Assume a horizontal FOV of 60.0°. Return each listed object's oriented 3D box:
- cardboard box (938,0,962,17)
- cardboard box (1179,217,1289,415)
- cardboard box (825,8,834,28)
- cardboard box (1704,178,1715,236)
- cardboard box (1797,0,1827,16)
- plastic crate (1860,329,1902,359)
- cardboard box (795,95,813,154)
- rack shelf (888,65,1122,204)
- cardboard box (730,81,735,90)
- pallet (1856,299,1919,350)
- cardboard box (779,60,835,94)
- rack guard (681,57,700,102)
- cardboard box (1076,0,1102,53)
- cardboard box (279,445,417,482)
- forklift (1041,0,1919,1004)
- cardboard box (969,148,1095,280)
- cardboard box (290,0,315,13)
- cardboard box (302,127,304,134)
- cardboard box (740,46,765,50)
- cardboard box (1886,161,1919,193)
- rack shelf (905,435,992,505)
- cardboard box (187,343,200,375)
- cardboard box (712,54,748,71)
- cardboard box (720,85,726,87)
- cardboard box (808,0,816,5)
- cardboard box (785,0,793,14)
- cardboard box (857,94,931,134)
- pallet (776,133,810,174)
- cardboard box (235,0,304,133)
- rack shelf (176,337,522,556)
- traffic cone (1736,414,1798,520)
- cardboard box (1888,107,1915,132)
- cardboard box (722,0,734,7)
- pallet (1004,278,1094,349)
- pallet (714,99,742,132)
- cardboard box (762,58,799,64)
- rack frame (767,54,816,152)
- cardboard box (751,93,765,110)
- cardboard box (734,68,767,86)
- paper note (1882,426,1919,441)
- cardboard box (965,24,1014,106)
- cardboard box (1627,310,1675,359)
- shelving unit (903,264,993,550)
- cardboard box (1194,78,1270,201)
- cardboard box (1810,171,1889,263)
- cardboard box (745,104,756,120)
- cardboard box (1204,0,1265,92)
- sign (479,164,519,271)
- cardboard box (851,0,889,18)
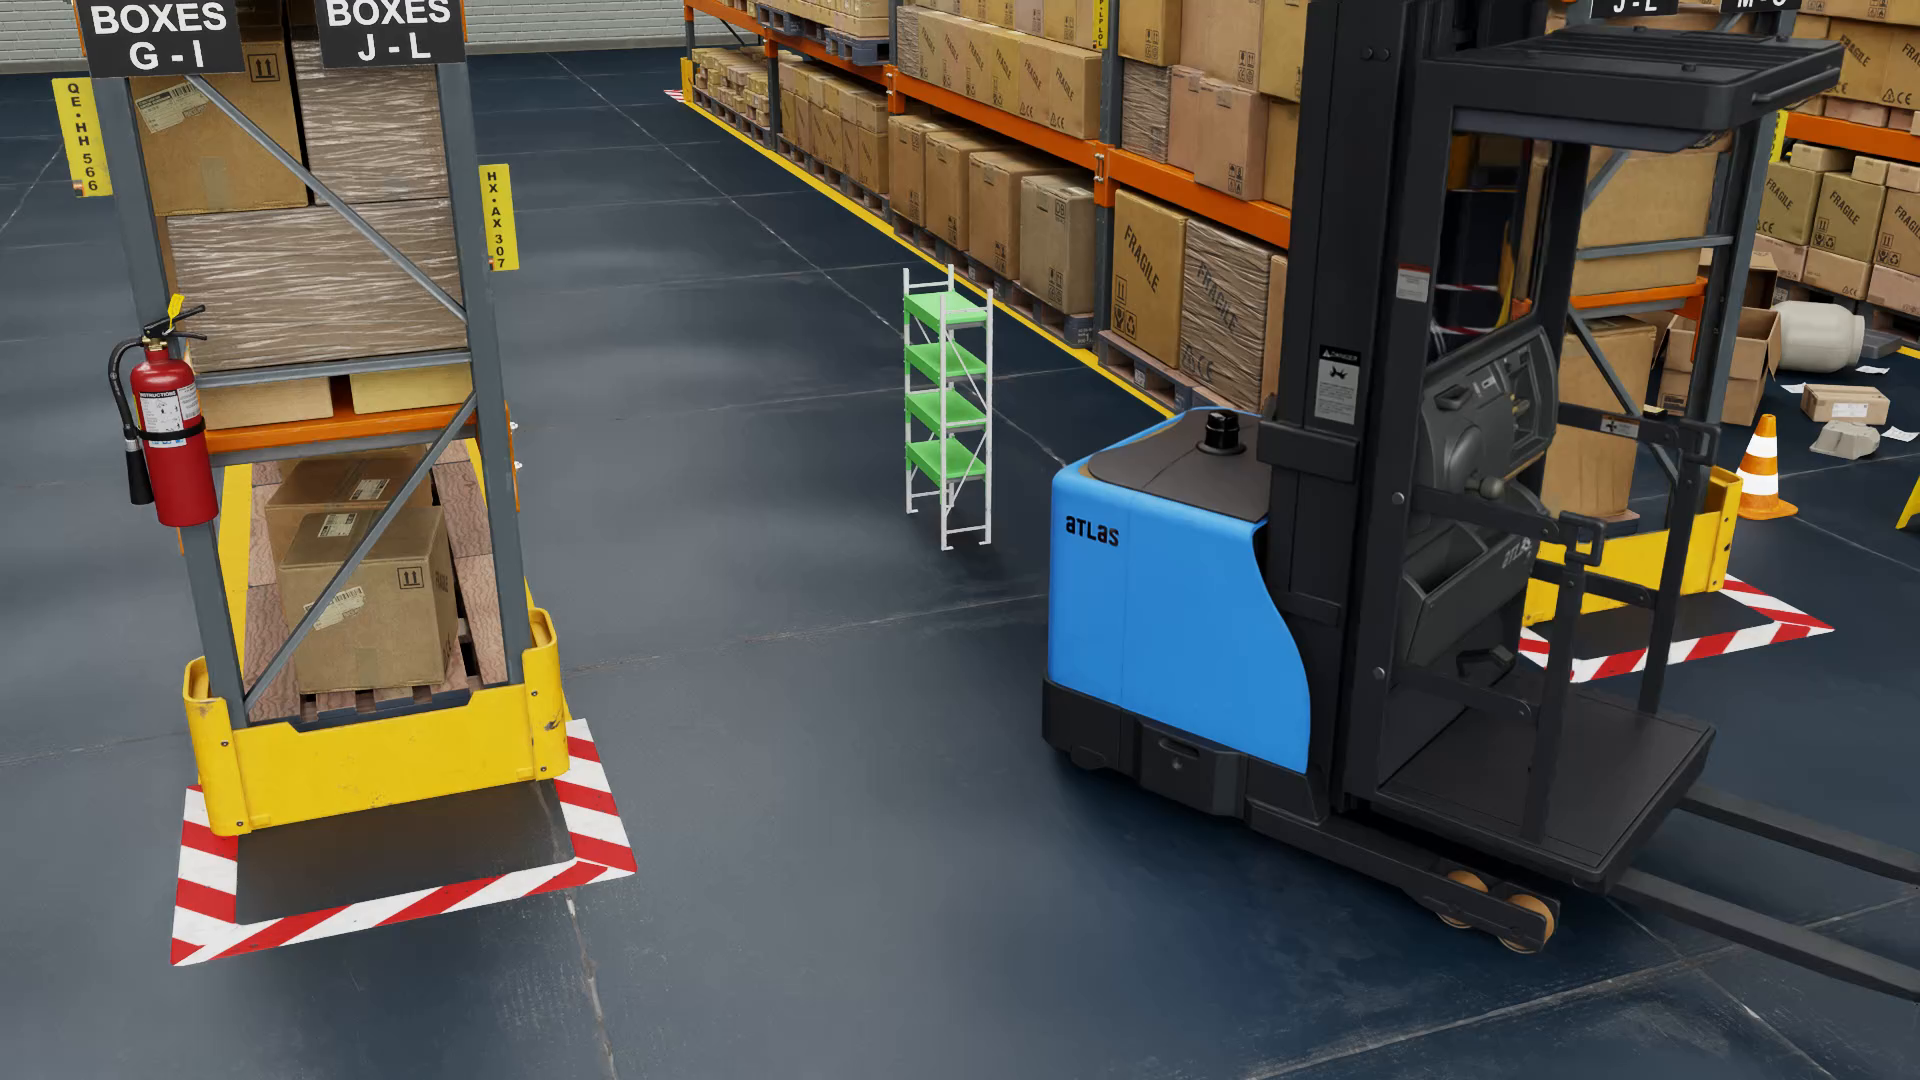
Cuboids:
[{"bbox_3d":[0.244,-4.228,12.504,0.700,0.500,0.500,-9,24,-20],"label":"cardboard box"},{"bbox_3d":[1.806,-1.266,9.086,0.875,0.875,0.875,-8,24,-19],"label":"cardboard box"},{"bbox_3d":[-0.952,-4.539,14.439,0.380,0.149,0.250,-9,24,-20],"label":"cardboard box"},{"bbox_3d":[5.735,-2.505,12.674,0.950,0.372,0.625,-8,24,-18],"label":"cardboard box"},{"bbox_3d":[5.875,-3.786,11.073,0.700,0.500,0.500,-9,24,-20],"label":"cardboard box"},{"bbox_3d":[5.710,-1.304,10.740,0.402,0.080,0.583,-18,29,-37],"label":"plastic crate"},{"bbox_3d":[-1.297,-4.068,16.217,0.500,0.500,0.500,-7,24,-17],"label":"cardboard box"},{"bbox_3d":[0.621,-3.011,11.959,1.077,0.370,4.000,-8,24,-19],"label":"rack shelf"},{"bbox_3d":[-2.447,-5.299,19.208,0.380,0.149,0.250,-7,24,-16],"label":"cardboard box"},{"bbox_3d":[6.628,-1.364,10.715,1.003,0.211,1.213,-8,24,-19],"label":"pallet"},{"bbox_3d":[-1.485,-4.606,16.527,0.500,0.250,0.500,-9,25,-21],"label":"cardboard box"},{"bbox_3d":[-2.885,-5.797,20.860,1.175,0.500,0.348,-8,24,-19],"label":"rack guard"},{"bbox_3d":[1.147,-3.303,10.308,0.700,0.500,0.500,-9,24,-20],"label":"cardboard box"},{"bbox_3d":[-2.587,-0.232,7.117,0.500,0.500,0.500,-6,24,-14],"label":"cardboard box"},{"bbox_3d":[1.752,-0.372,4.859,3.031,2.935,1.130,18,29,36],"label":"forklift"},{"bbox_3d":[0.687,-2.337,11.789,1.050,0.750,0.750,-8,24,-19],"label":"cardboard box"},{"bbox_3d":[-2.222,-1.764,6.275,0.500,0.500,0.500,-8,24,-19],"label":"cardboard box"},{"bbox_3d":[-2.694,-1.442,6.797,0.875,0.500,0.500,-8,24,-19],"label":"cardboard box"},{"bbox_3d":[-2.487,-5.973,20.423,0.380,0.149,0.250,-8,24,-18],"label":"cardboard box"},{"bbox_3d":[6.148,-2.314,10.577,0.380,0.149,0.250,-7,24,-16],"label":"cardboard box"},{"bbox_3d":[-0.058,-0.333,7.778,0.258,0.148,0.480,-8,24,-19],"label":"rack shelf"},{"bbox_3d":[-2.453,-0.653,5.761,0.380,0.149,0.250,-8,24,-19],"label":"cardboard box"},{"bbox_3d":[-2.700,-5.622,19.590,0.380,0.149,0.250,-10,25,-22],"label":"cardboard box"},{"bbox_3d":[-2.596,-5.261,19.501,0.380,0.149,0.250,-8,24,-19],"label":"cardboard box"},{"bbox_3d":[-1.144,-4.870,14.842,0.380,0.149,0.250,-8,24,-18],"label":"cardboard box"},{"bbox_3d":[-1.424,-5.020,15.580,0.380,0.149,0.250,-9,25,-21],"label":"cardboard box"},{"bbox_3d":[-0.572,-3.669,14.306,0.500,0.250,0.500,-9,24,-20],"label":"cardboard box"},{"bbox_3d":[-1.222,-3.955,16.863,1.003,0.211,1.213,-8,24,-19],"label":"pallet"},{"bbox_3d":[-2.886,-1.875,6.537,0.500,0.500,0.500,-8,24,-19],"label":"cardboard box"},{"bbox_3d":[-2.642,-0.914,6.983,1.077,0.370,4.000,-8,24,-19],"label":"rack shelf"},{"bbox_3d":[3.882,-0.382,8.060,0.336,0.463,0.334,-8,24,-19],"label":"traffic cone"},{"bbox_3d":[6.172,-2.694,10.603,0.380,0.149,0.250,-8,24,-19],"label":"cardboard box"},{"bbox_3d":[-2.438,-6.037,18.535,0.380,0.149,0.250,-8,24,-18],"label":"cardboard box"},{"bbox_3d":[0.985,-1.601,11.278,1.003,0.211,1.213,-8,24,-19],"label":"pallet"},{"bbox_3d":[-2.204,-4.921,19.154,1.003,0.211,1.213,-8,24,-19],"label":"pallet"},{"bbox_3d":[-2.073,-5.493,19.285,0.380,0.149,0.250,-9,25,-21],"label":"cardboard box"},{"bbox_3d":[-1.498,-5.523,16.992,1.000,3.000,0.127,-8,24,-19],"label":"rack frame"},{"bbox_3d":[-2.014,-4.707,17.804,0.380,0.149,0.250,-10,25,-22],"label":"cardboard box"},{"bbox_3d":[-2.290,-5.138,18.443,0.380,0.149,0.250,-10,25,-22],"label":"cardboard box"},{"bbox_3d":[5.140,-0.581,9.089,0.148,0.019,0.142,-18,29,-37],"label":"paper note"},{"bbox_3d":[0.355,-3.367,11.747,0.500,0.500,0.500,-9,24,-20],"label":"cardboard box"},{"bbox_3d":[4.009,-1.420,10.298,0.797,0.637,0.503,-8,24,-19],"label":"cardboard box"},{"bbox_3d":[-0.058,-0.613,7.660,0.258,1.200,0.503,-8,24,-19],"label":"shelving unit"},{"bbox_3d":[1.765,-2.144,8.781,0.875,0.550,0.550,-8,24,-19],"label":"cardboard box"},{"bbox_3d":[6.079,-2.160,11.046,0.500,0.500,0.500,-7,24,-17],"label":"cardboard box"},{"bbox_3d":[-2.123,-4.692,18.149,0.380,0.149,0.250,-9,25,-21],"label":"cardboard box"},{"bbox_3d":[1.791,-2.645,8.581,0.875,0.550,0.550,-8,24,-19],"label":"cardboard box"},{"bbox_3d":[-1.428,-0.993,5.128,0.100,0.325,0.005,-8,24,-19],"label":"sign"},{"bbox_3d":[-0.686,-4.402,13.731,0.380,0.149,0.250,-8,24,-18],"label":"cardboard box"}]
